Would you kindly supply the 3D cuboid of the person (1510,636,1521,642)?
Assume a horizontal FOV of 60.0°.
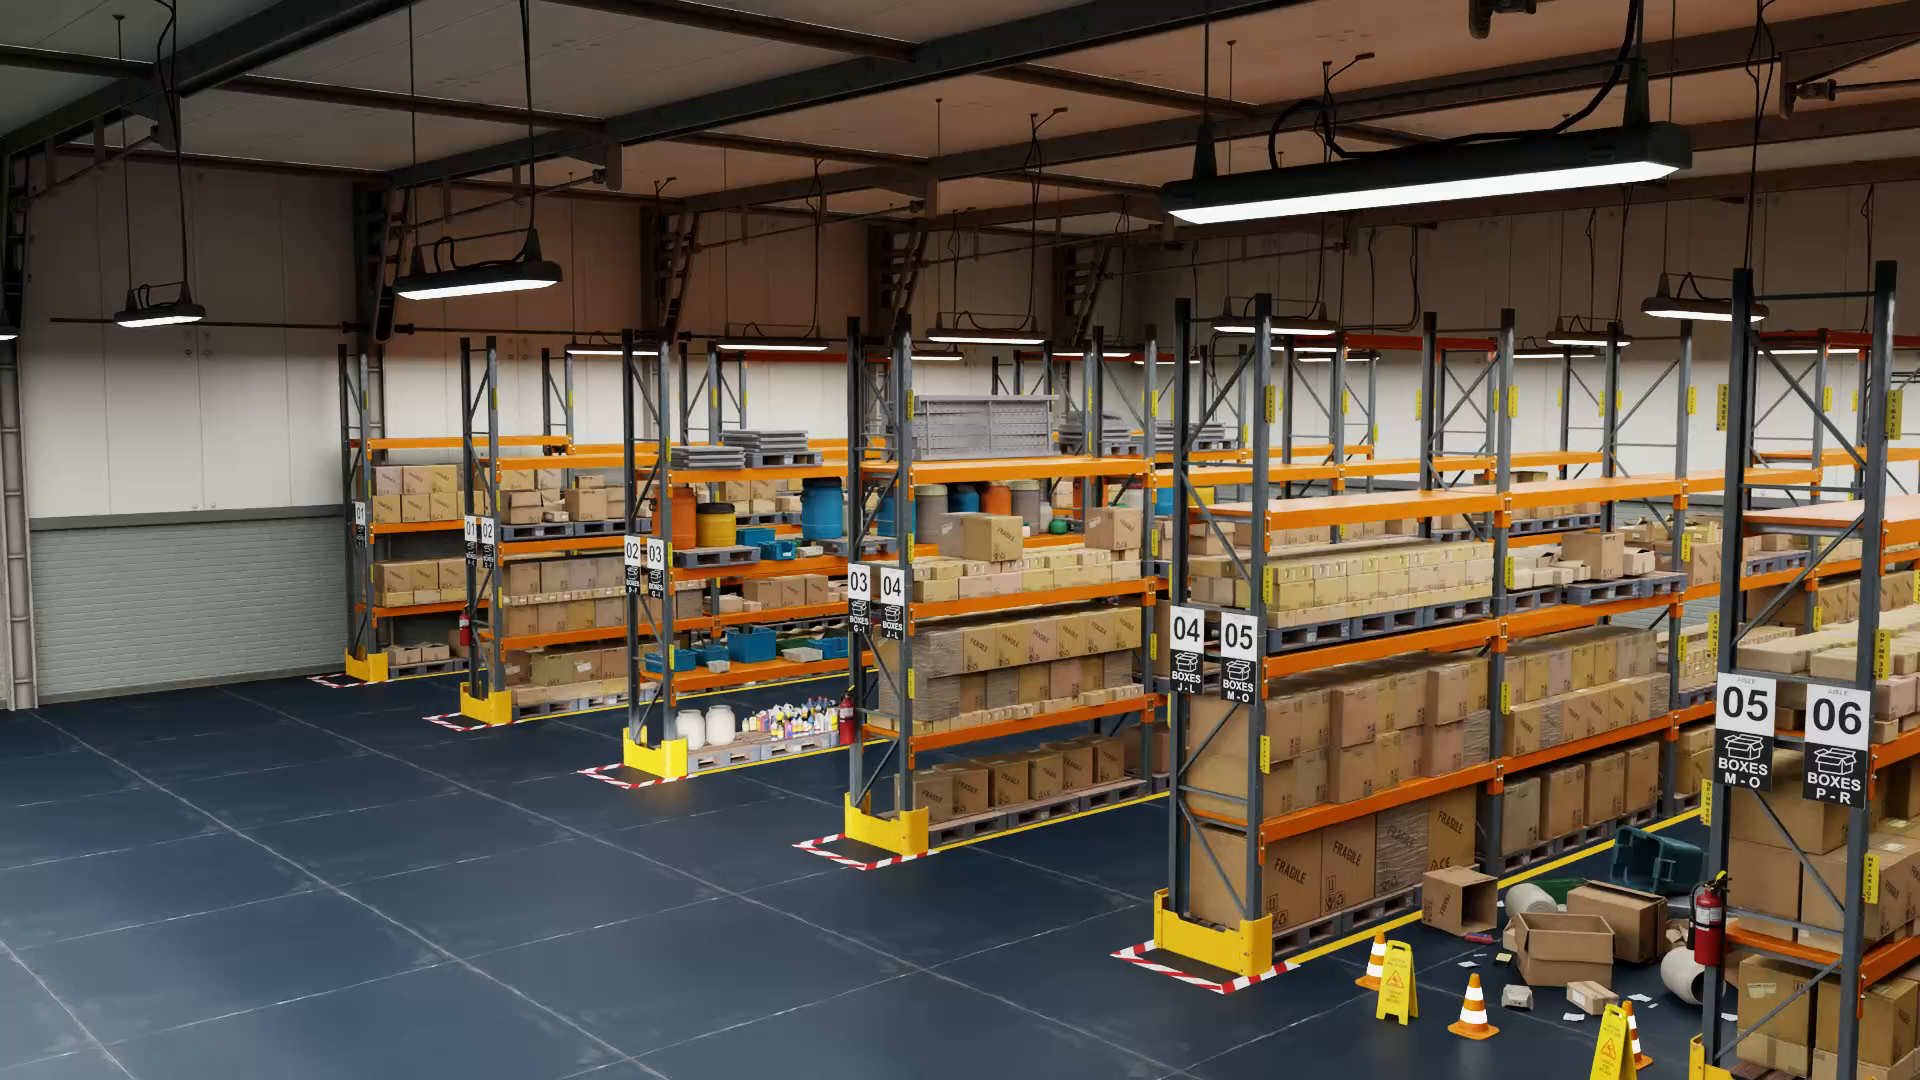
[{"bbox_3d":[7.985,2.194,23.815,0.709,1.673,0.671,-3,6,-29],"label":"person"}]
